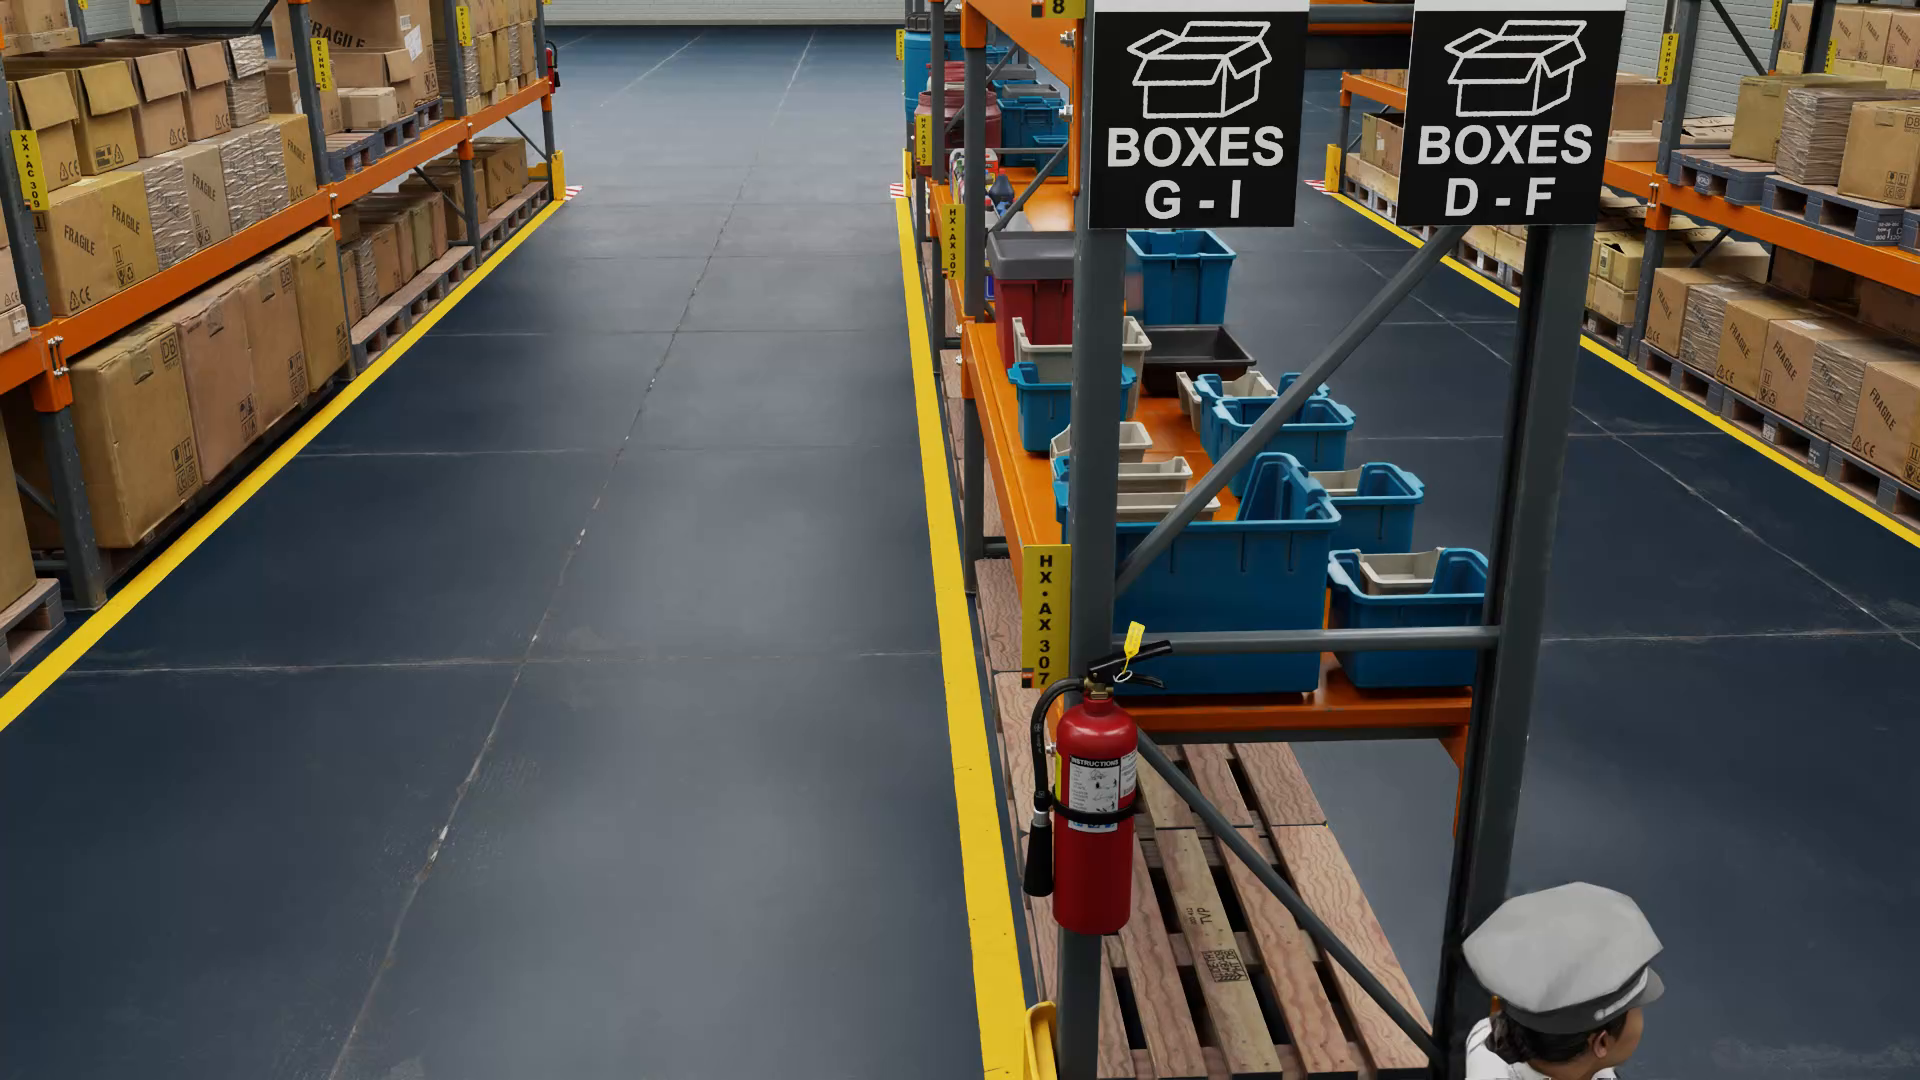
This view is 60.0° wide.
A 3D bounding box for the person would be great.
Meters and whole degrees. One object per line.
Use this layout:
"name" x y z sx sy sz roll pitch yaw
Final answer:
"person" 0.944 1.278 2.608 0.968 1.628 0.527 1 21 2
